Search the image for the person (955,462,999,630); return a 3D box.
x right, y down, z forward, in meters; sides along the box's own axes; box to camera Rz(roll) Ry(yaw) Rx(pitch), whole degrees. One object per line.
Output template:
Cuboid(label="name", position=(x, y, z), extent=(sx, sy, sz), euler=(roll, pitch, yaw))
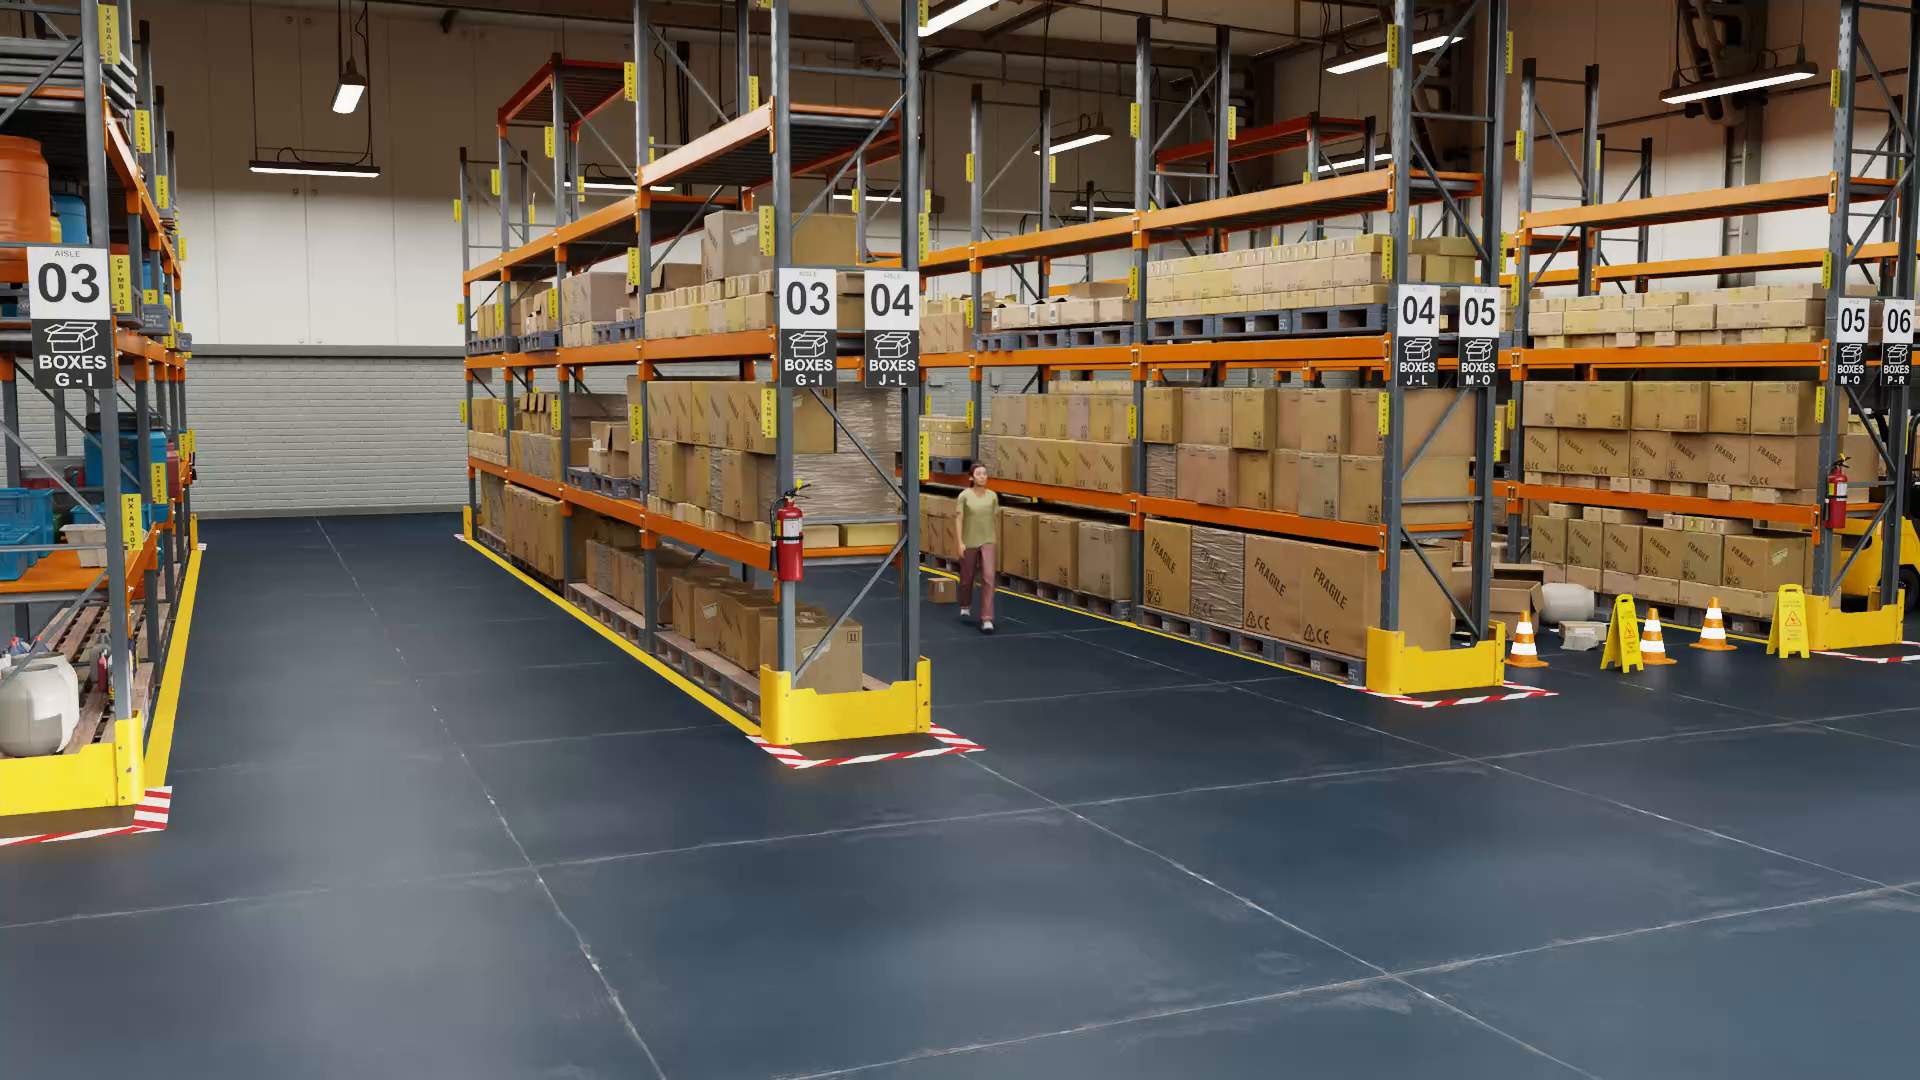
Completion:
Cuboid(label="person", position=(0.172, 0.042, 16.495), extent=(0.442, 1.625, 0.991), euler=(-1, 5, -5))
